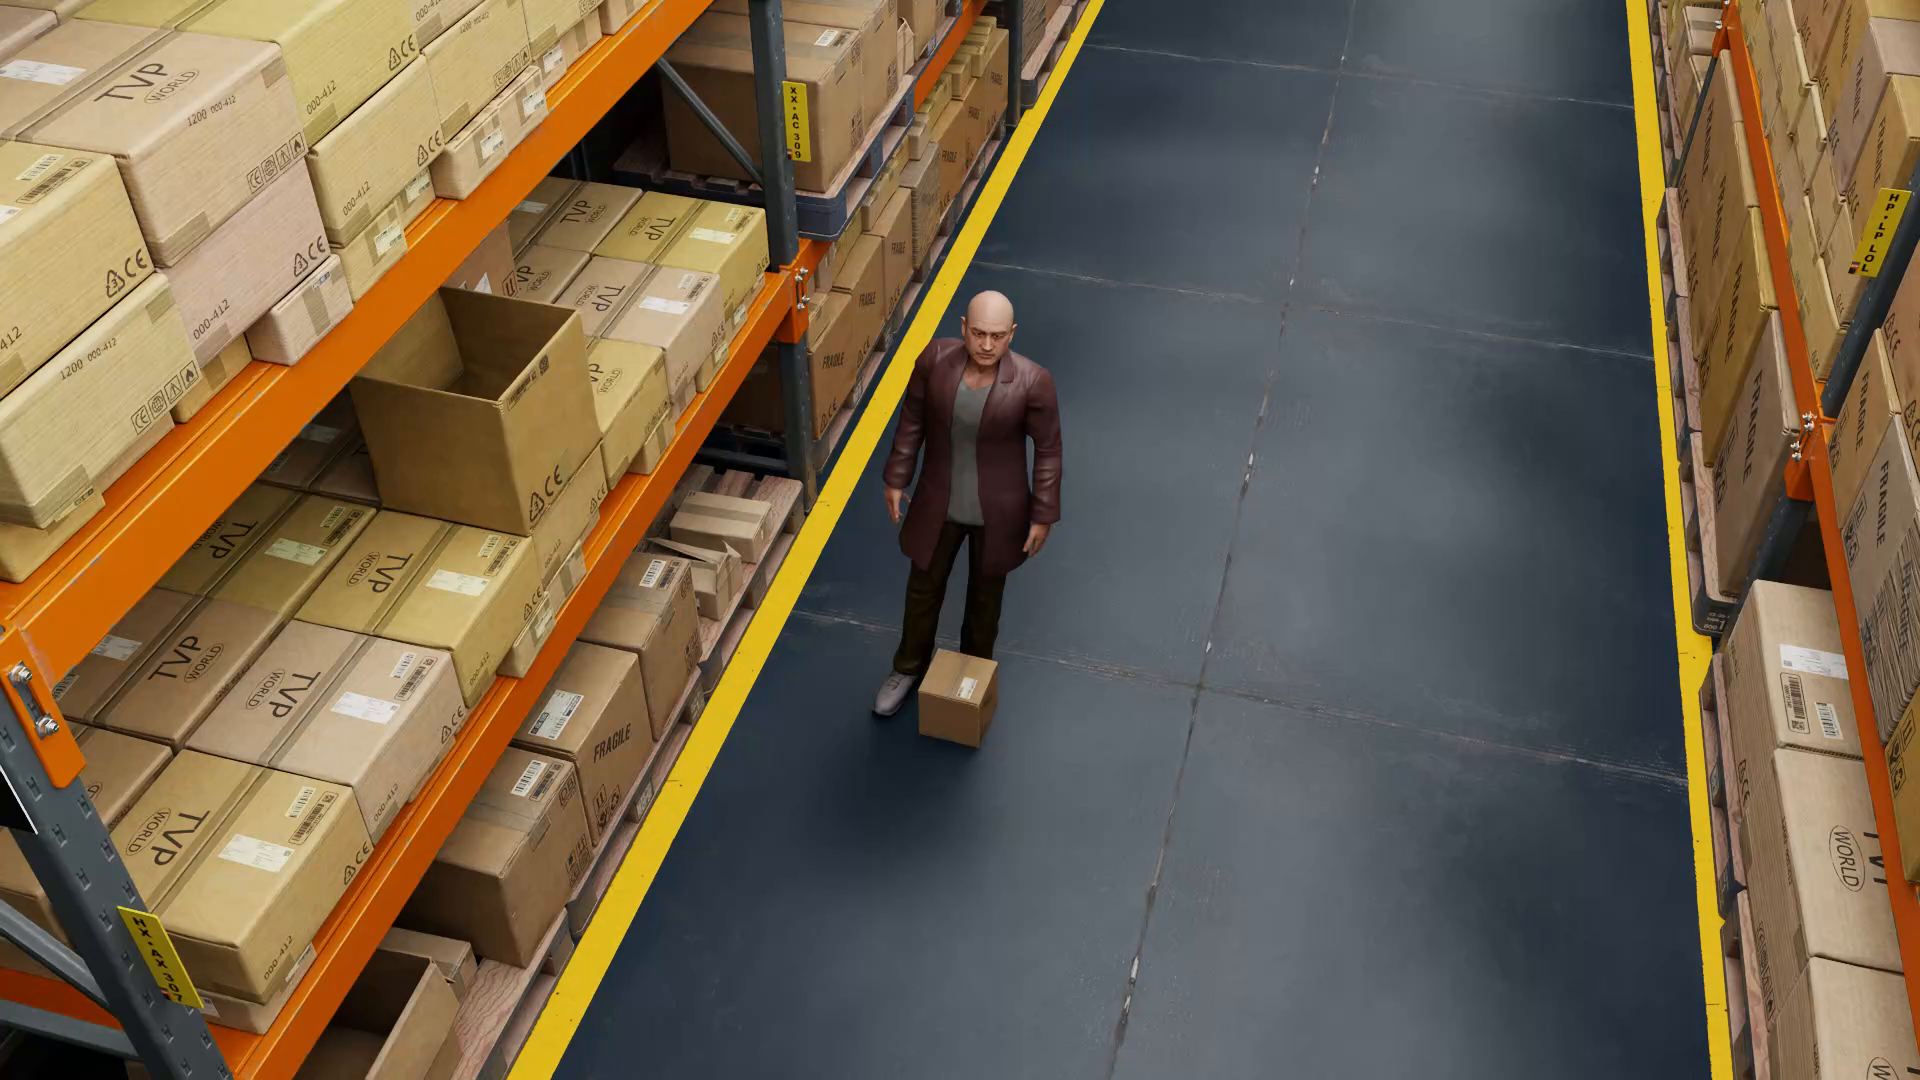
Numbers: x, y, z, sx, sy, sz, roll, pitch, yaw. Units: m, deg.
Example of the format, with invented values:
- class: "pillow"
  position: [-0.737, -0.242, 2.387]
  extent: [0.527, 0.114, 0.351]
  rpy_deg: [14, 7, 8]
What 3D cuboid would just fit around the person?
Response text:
- class: "person"
  position: [0.021, -0.083, 6.252]
  extent: [0.698, 1.776, 0.581]
  rpy_deg: [10, 42, 12]
